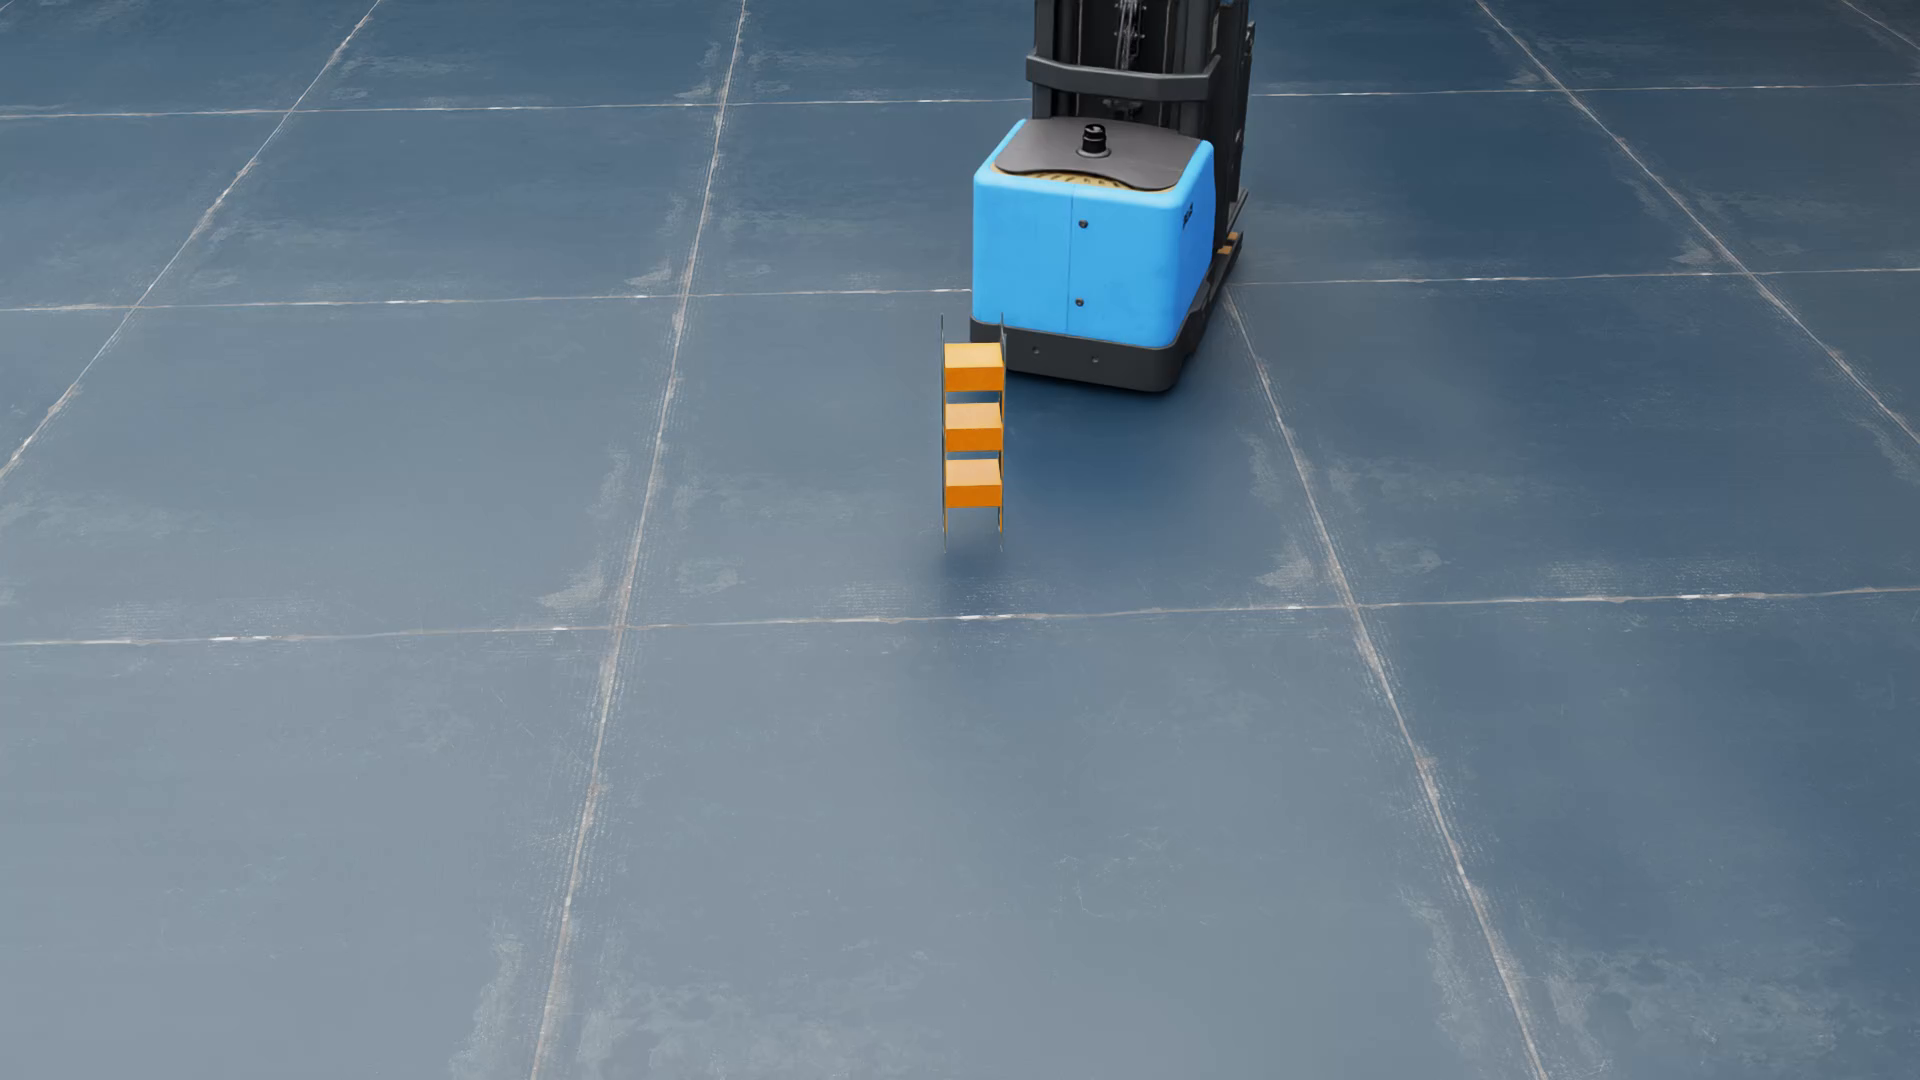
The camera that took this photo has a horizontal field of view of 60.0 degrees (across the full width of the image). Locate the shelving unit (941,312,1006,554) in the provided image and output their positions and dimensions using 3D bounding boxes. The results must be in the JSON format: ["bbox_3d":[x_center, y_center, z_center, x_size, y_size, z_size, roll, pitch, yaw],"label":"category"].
[{"bbox_3d":[0.053,-0.433,6.953,0.252,1.050,0.215,-2,35,-2],"label":"shelving unit"}]

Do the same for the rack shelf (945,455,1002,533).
[{"bbox_3d":[0.053,-0.196,7.118,0.240,0.259,0.215,-2,35,-2],"label":"rack shelf"}]

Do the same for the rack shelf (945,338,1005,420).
[{"bbox_3d":[0.053,-0.658,6.798,0.240,0.259,0.215,-2,35,-2],"label":"rack shelf"}]

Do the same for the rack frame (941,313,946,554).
[{"bbox_3d":[-0.068,-0.430,6.949,0.008,1.050,0.200,-2,35,-2],"label":"rack frame"}]

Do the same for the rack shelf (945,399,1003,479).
[{"bbox_3d":[0.053,-0.424,6.959,0.240,0.259,0.215,-2,35,-2],"label":"rack shelf"}]

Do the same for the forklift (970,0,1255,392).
[{"bbox_3d":[0.993,-2.769,8.676,1.130,2.935,3.031,11,36,15],"label":"forklift"}]

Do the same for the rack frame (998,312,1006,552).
[{"bbox_3d":[0.175,-0.436,6.958,0.008,1.050,0.200,-2,35,-2],"label":"rack frame"}]
